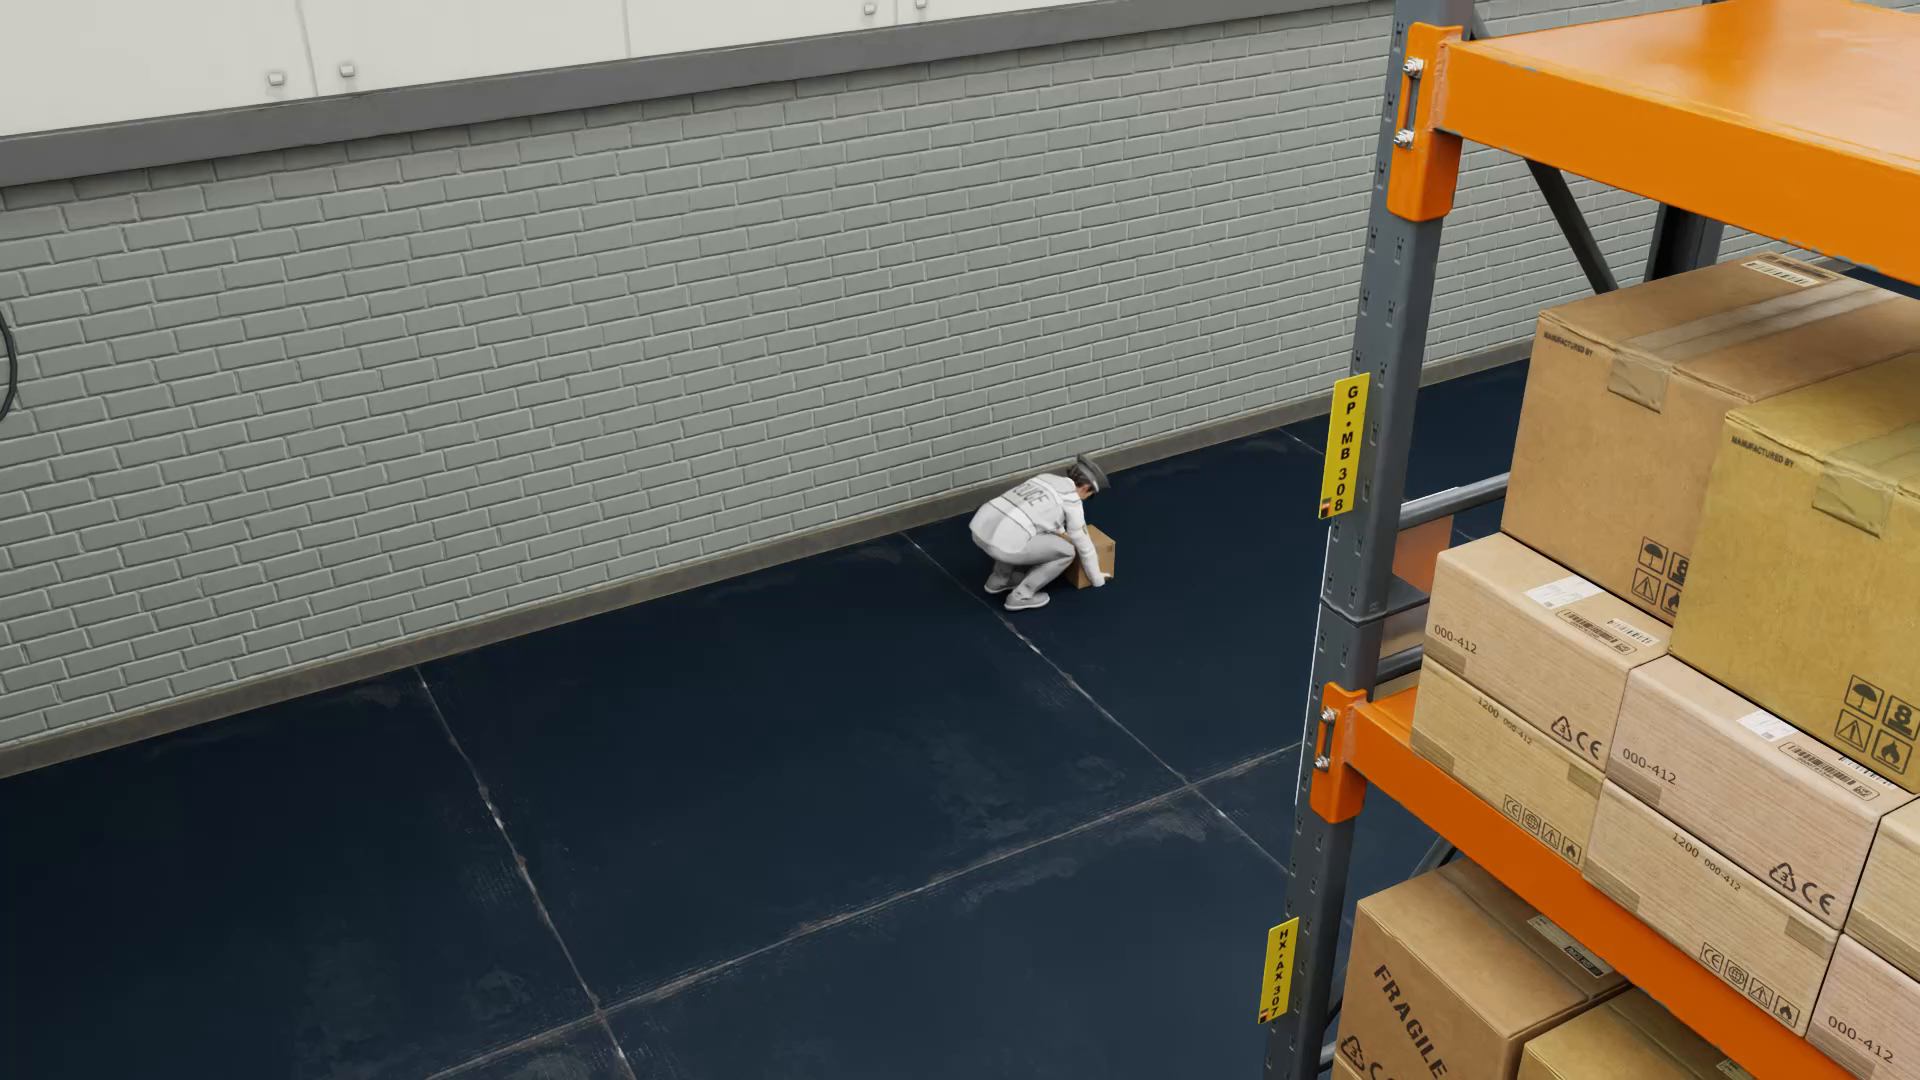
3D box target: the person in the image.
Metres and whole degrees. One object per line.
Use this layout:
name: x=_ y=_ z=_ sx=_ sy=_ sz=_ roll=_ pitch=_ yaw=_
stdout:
person: x=0.477 y=-0.038 z=9.577 sx=0.906 sy=0.792 sz=0.456 roll=-17 pitch=33 yaw=-27
